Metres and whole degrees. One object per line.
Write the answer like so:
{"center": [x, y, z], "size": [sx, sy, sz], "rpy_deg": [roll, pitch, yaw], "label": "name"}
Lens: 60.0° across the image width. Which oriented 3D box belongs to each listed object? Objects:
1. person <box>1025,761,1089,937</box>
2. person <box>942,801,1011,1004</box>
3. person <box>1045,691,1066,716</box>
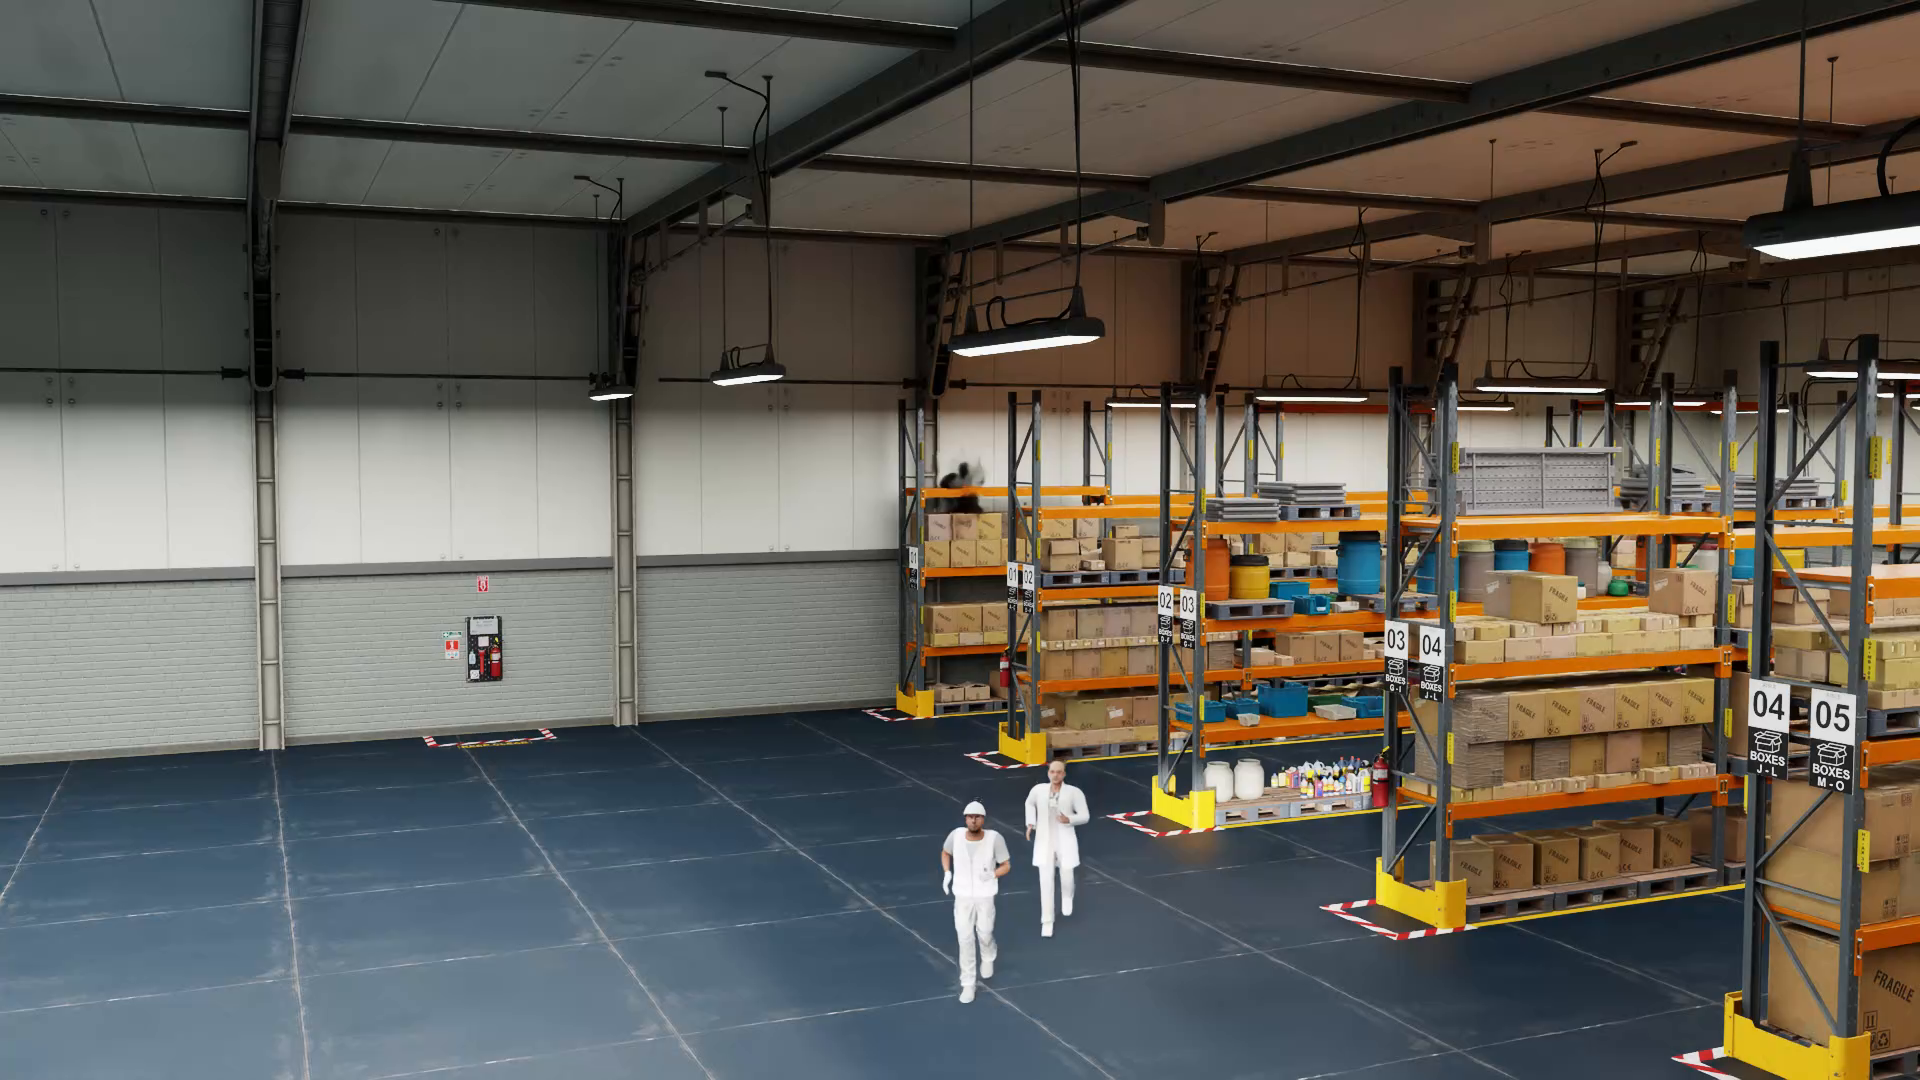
{"center": [1.018, 3.219, 17.646], "size": [0.709, 1.753, 1.057], "rpy_deg": [1, 3, 9], "label": "person"}
{"center": [0.142, 3.346, 15.654], "size": [0.678, 1.792, 0.860], "rpy_deg": [0, 3, 7], "label": "person"}
{"center": [1.696, 2.646, 29.281], "size": [0.864, 1.575, 0.545], "rpy_deg": [-2, 4, -35], "label": "person"}
